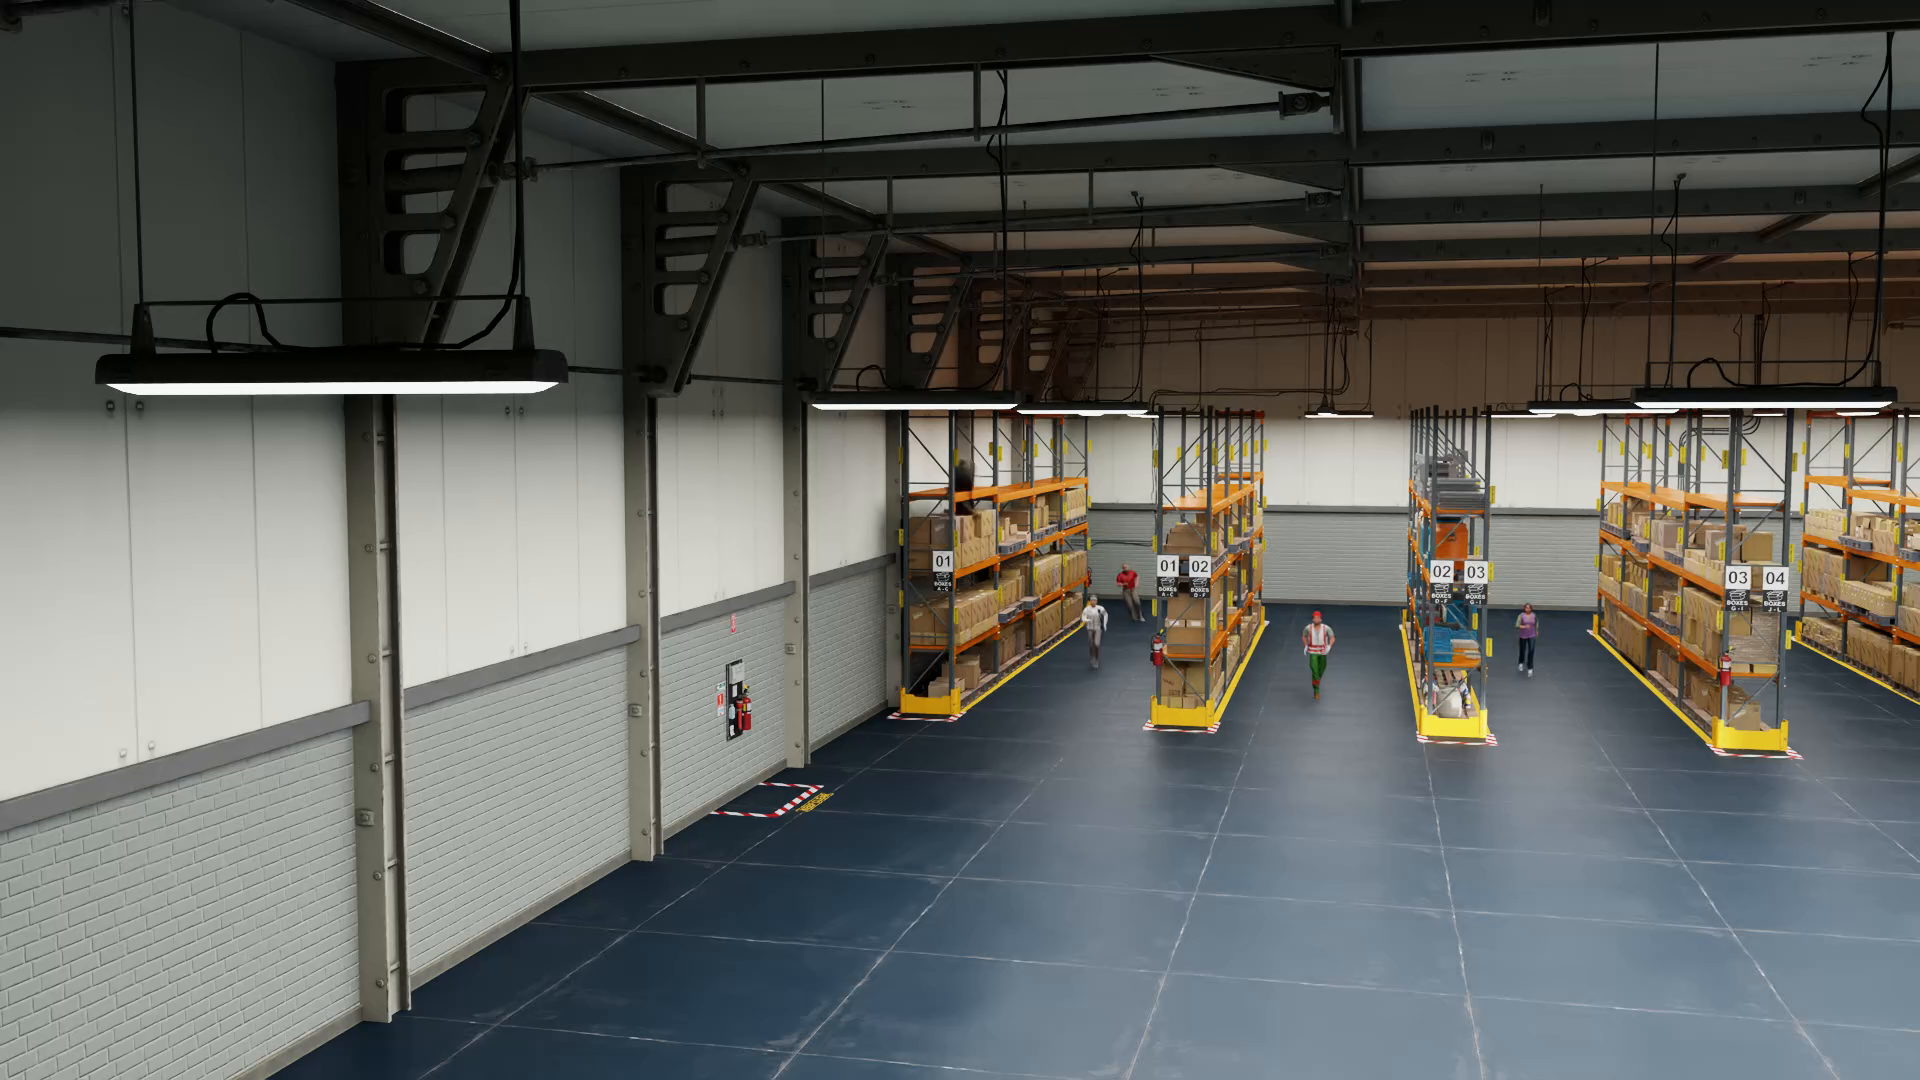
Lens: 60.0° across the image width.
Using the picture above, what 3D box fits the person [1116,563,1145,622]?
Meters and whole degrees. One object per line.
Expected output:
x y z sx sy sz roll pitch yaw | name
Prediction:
4.856 1.510 47.339 0.835 1.709 0.744 0 4 -6 | person

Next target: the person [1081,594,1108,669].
3.115 2.116 38.583 0.580 1.738 0.811 1 4 10 | person

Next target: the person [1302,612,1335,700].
7.432 2.365 34.504 0.646 1.802 0.822 0 4 6 | person

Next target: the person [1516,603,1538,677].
12.771 2.217 37.476 0.533 1.626 0.823 1 4 8 | person
